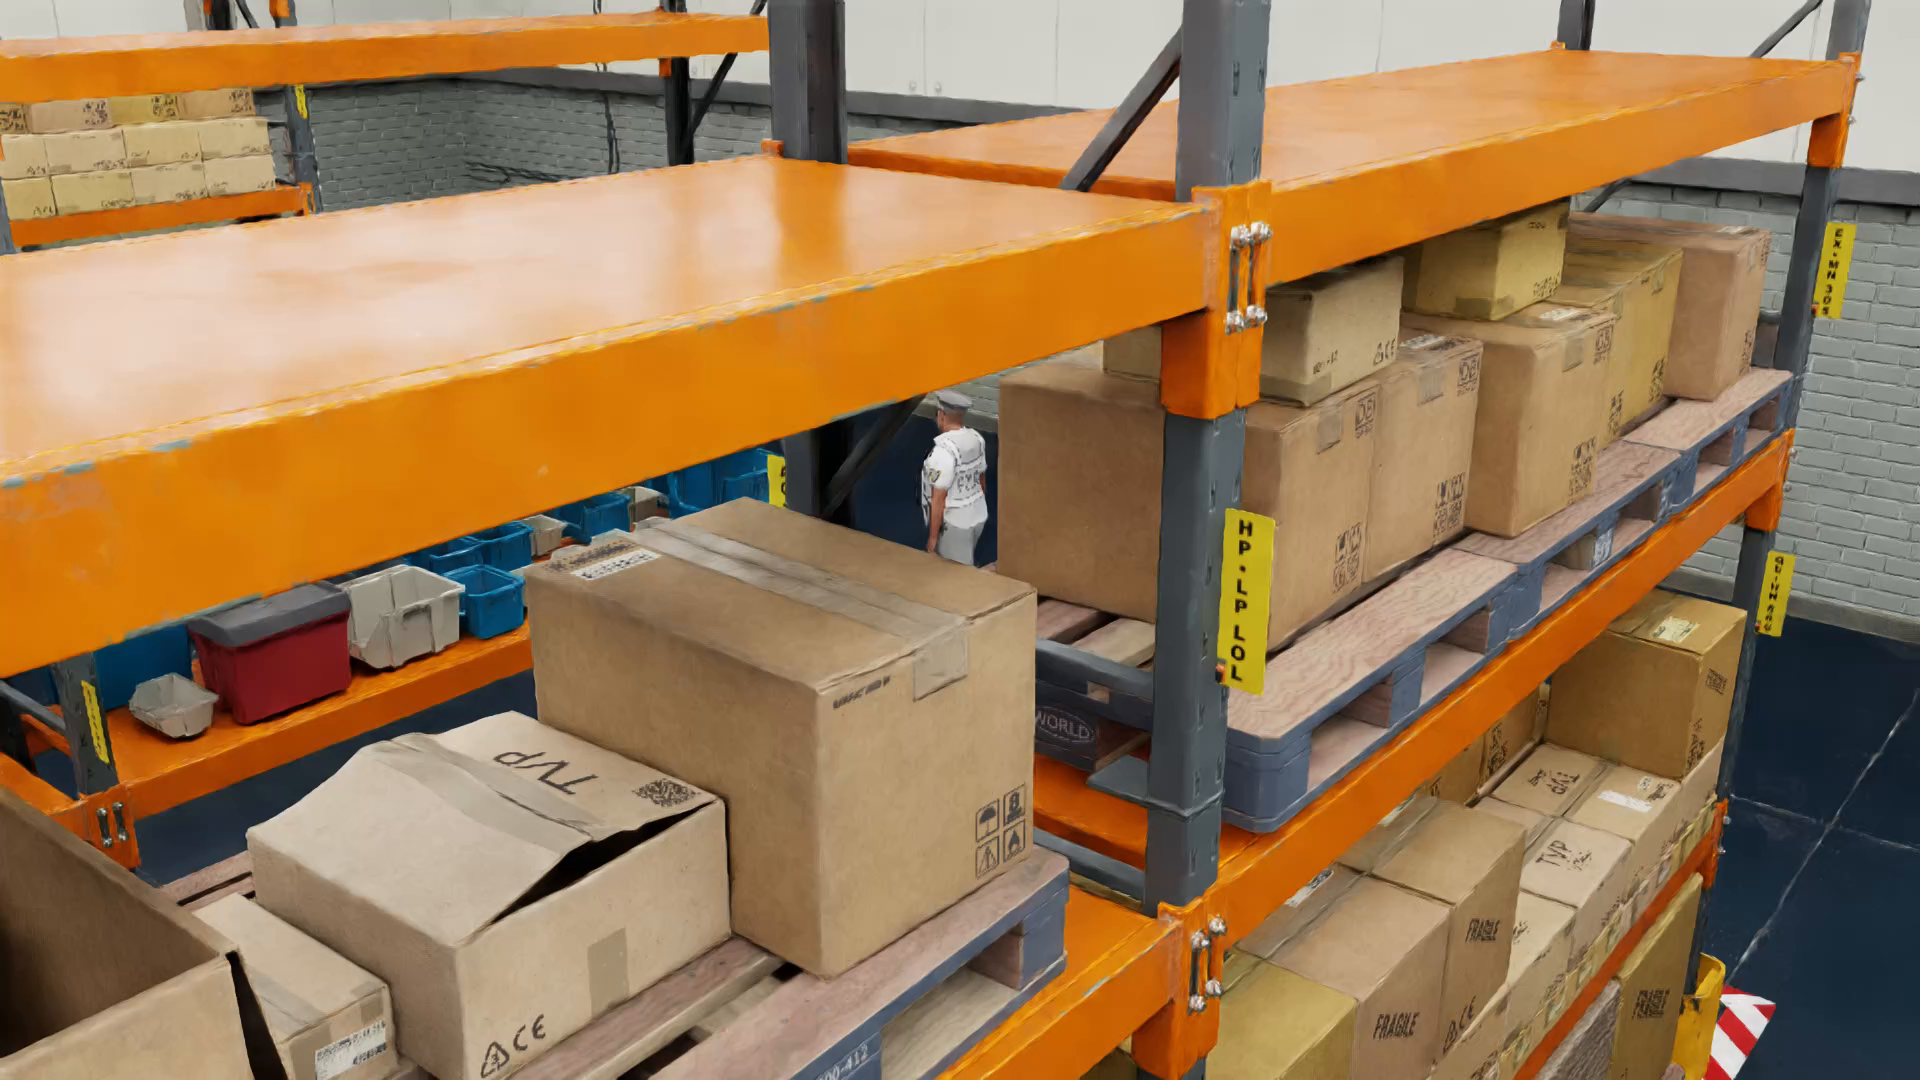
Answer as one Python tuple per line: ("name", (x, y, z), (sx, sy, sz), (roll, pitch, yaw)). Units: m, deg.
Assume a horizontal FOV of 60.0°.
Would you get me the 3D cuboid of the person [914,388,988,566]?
("person", (-0.070, -0.131, 10.874), (0.633, 1.744, 0.672), (9, 22, 24))
